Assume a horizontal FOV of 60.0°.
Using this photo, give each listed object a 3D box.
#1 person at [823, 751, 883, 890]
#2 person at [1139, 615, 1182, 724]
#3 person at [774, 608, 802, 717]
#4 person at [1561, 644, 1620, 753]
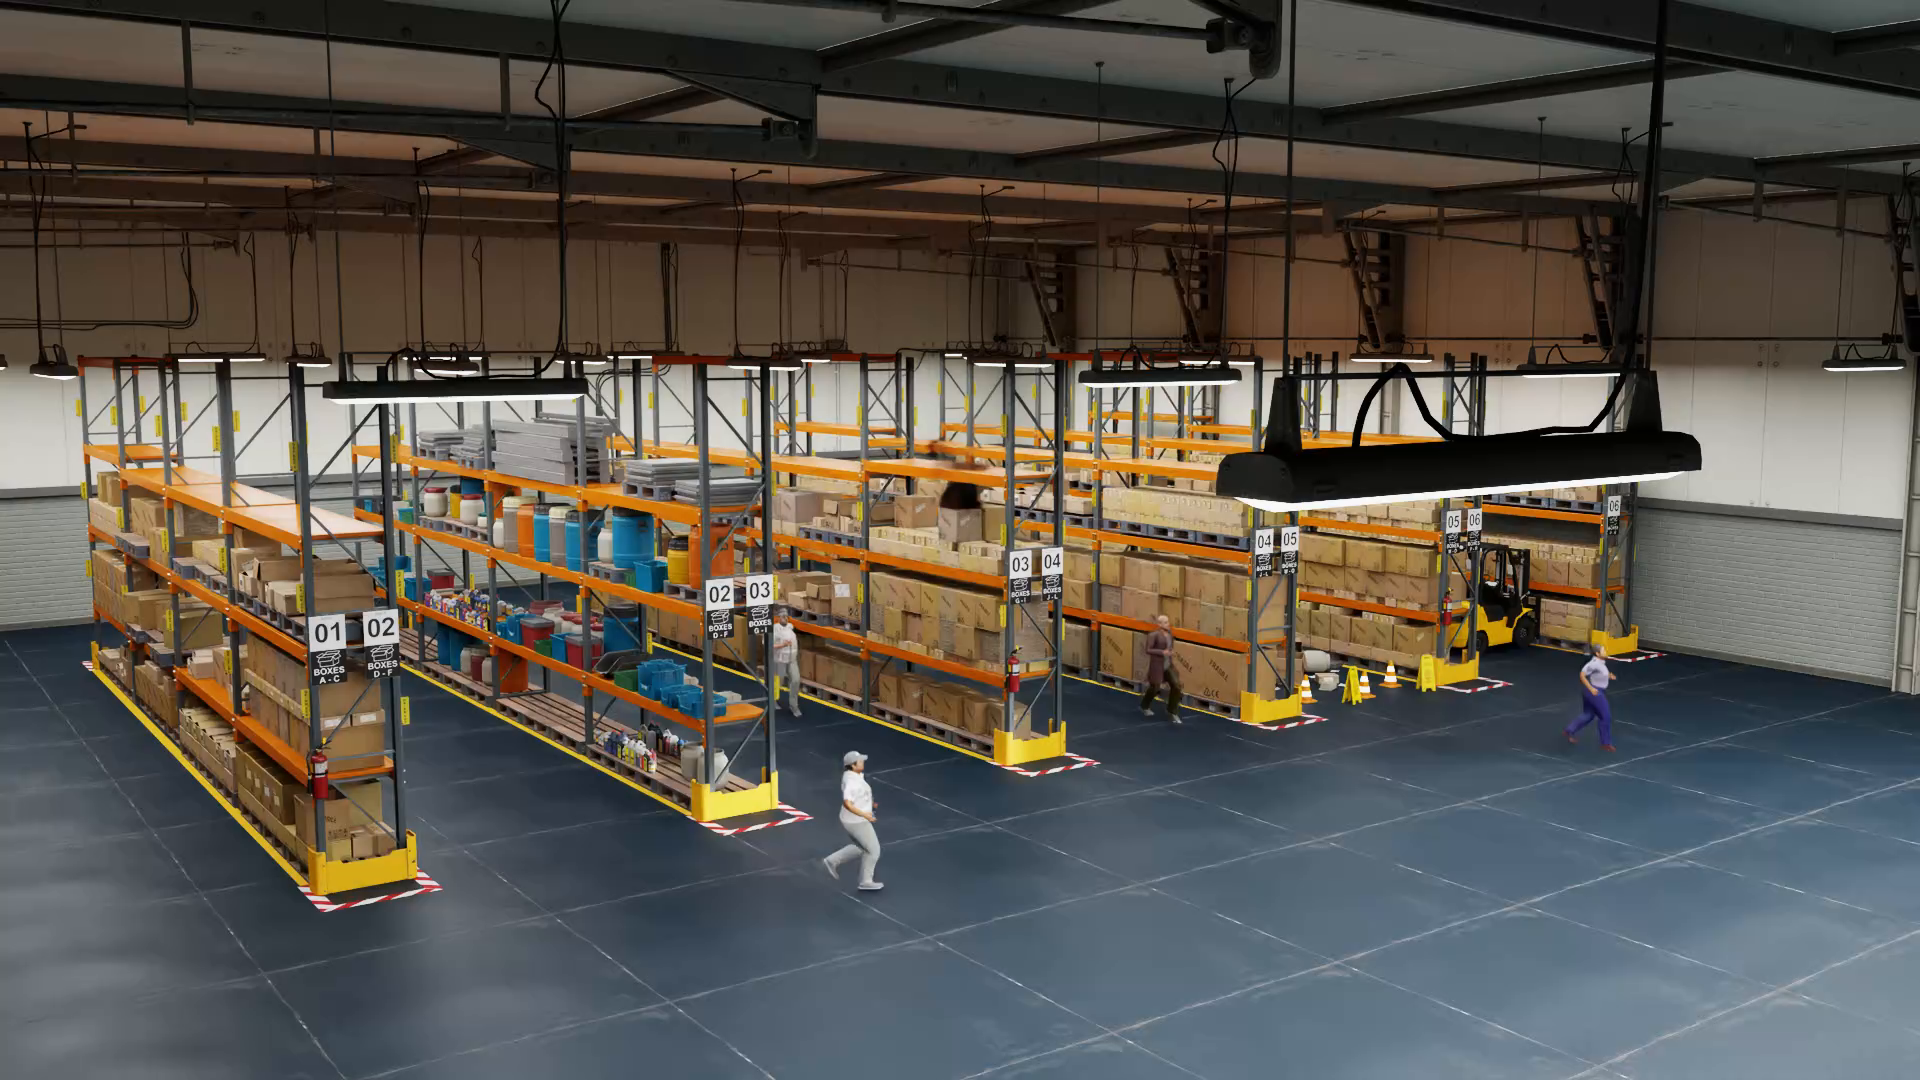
[{"bbox_3d":[-1.226,3.220,19.085,0.688,1.621,0.613,-1,7,-10],"label":"person"},{"bbox_3d":[3.298,2.133,27.548,0.724,1.824,0.898,-5,8,-35],"label":"person"},{"bbox_3d":[-2.974,2.055,28.052,0.645,1.836,0.768,-5,9,-36],"label":"person"},{"bbox_3d":[9.752,2.419,25.628,0.851,1.679,0.588,2,7,15],"label":"person"}]
